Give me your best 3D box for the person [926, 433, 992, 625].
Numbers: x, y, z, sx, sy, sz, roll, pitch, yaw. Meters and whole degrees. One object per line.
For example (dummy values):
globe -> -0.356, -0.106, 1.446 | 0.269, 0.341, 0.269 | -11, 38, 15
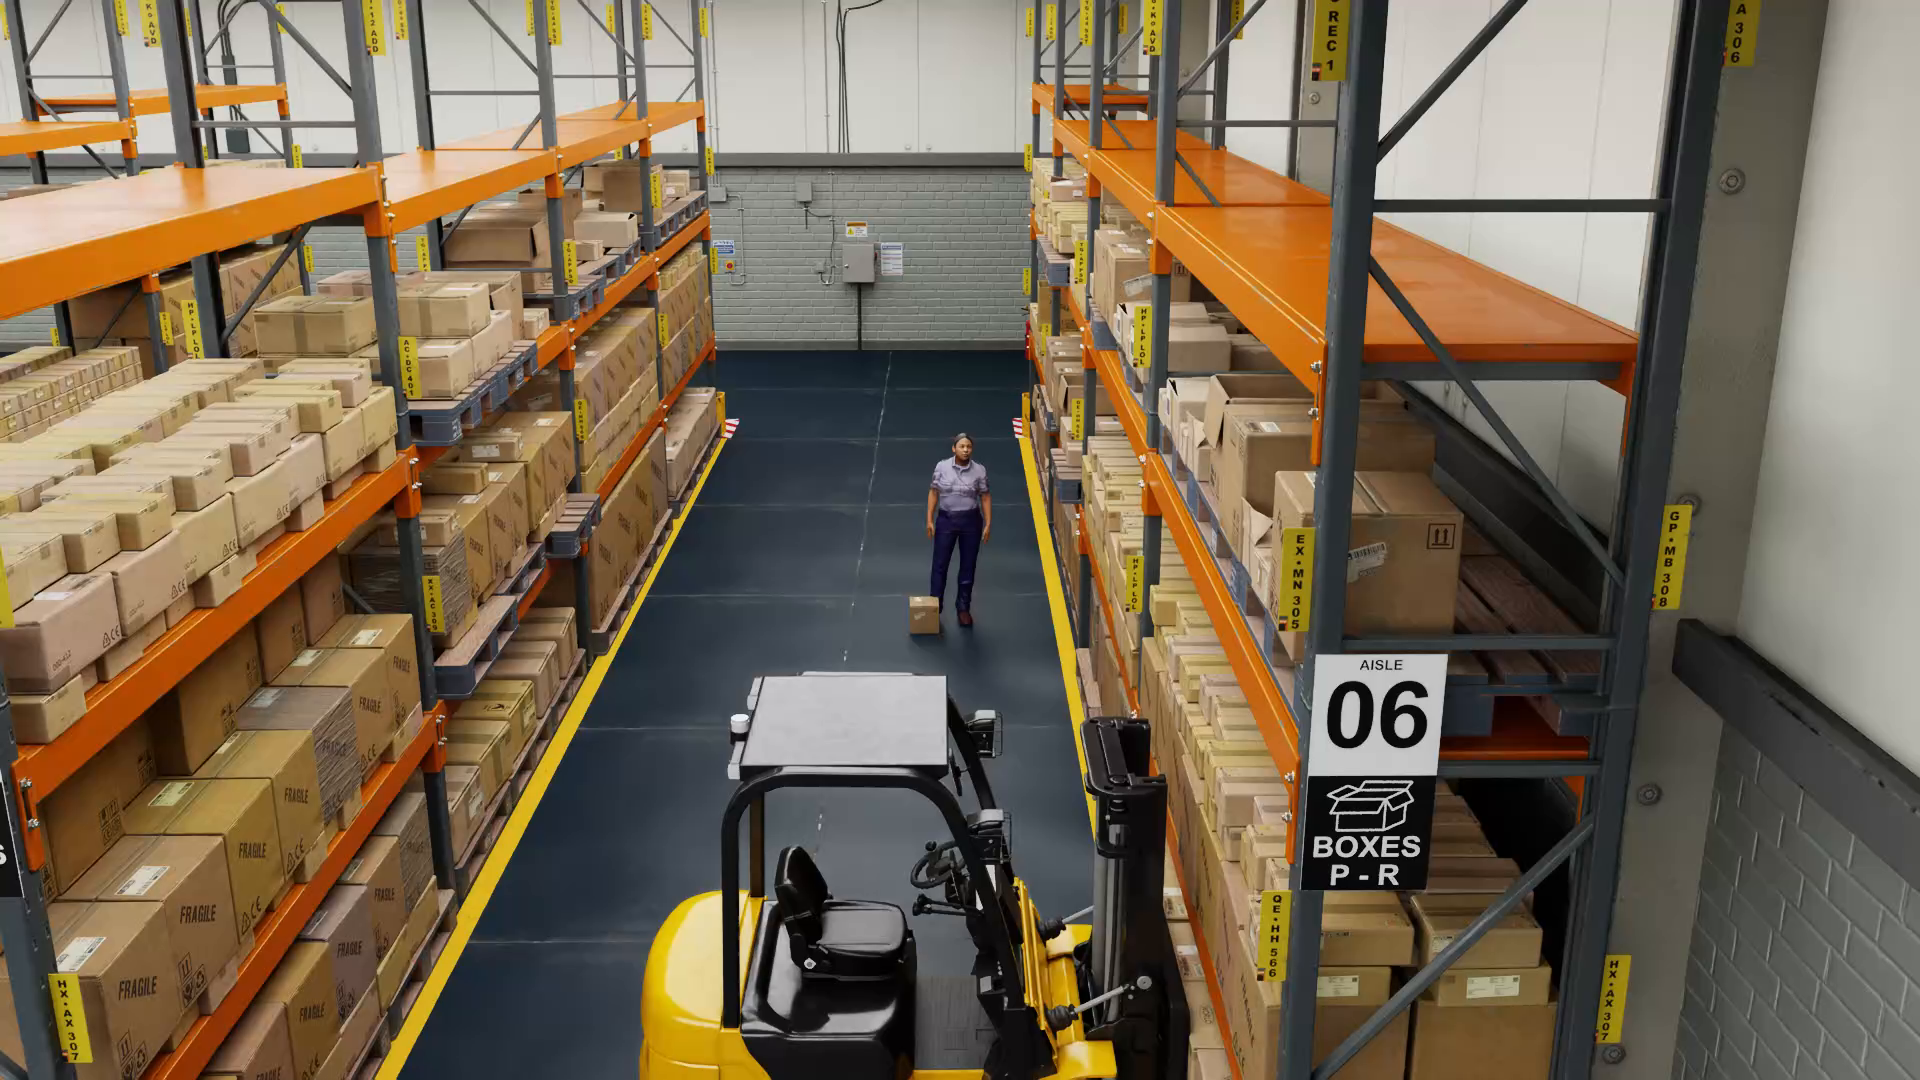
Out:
person -> -0.025, -0.080, 14.298 | 0.599, 1.650, 0.502 | 0, 17, -1
